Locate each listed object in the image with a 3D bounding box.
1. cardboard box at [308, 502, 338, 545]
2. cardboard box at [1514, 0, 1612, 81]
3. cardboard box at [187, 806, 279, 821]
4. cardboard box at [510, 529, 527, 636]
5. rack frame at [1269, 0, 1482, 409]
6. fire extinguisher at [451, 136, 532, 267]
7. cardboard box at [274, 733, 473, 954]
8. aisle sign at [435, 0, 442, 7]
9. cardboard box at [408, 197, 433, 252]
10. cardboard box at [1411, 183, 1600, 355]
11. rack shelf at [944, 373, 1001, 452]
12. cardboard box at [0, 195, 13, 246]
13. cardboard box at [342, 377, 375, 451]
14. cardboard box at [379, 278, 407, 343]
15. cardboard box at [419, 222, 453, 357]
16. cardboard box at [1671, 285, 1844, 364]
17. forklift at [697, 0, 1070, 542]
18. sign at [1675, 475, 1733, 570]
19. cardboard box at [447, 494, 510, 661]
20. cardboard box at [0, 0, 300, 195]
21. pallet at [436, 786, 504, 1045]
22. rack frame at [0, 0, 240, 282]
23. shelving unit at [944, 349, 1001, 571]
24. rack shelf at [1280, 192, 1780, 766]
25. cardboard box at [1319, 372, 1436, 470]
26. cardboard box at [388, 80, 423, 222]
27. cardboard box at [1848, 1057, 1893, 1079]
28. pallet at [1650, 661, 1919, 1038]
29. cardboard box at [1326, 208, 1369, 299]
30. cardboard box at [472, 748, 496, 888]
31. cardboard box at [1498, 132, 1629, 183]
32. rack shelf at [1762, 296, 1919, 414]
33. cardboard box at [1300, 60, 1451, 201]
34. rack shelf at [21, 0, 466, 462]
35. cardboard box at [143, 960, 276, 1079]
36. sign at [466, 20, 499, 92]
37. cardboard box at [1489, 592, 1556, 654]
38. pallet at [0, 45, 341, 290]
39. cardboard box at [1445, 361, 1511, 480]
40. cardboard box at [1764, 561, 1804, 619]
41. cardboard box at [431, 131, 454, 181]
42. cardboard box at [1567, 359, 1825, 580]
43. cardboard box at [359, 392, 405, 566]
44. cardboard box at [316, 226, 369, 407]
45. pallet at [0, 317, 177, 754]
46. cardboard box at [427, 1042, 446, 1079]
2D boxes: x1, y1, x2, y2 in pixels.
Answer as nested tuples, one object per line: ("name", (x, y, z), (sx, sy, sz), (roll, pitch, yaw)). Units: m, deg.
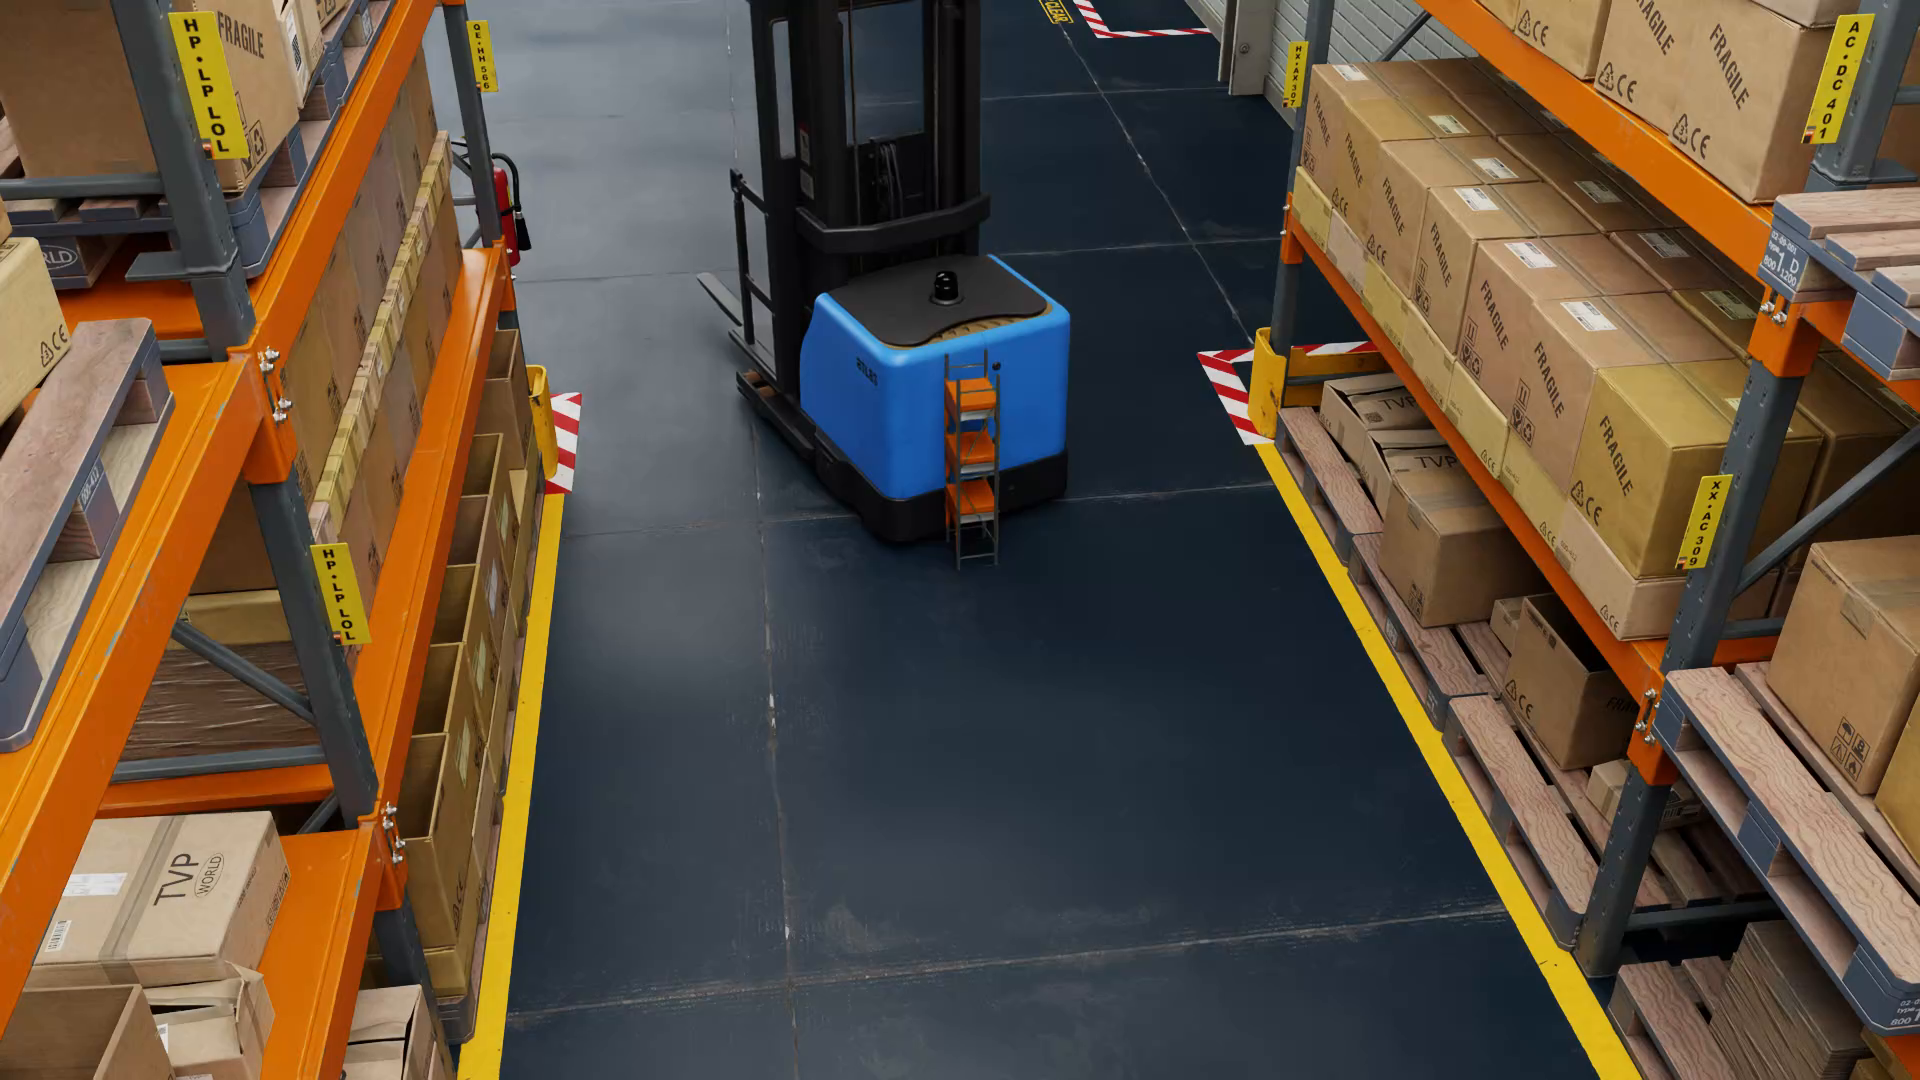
("cardboard box", (-2.059, 0.025, 4.885), (0.380, 0.149, 0.250), (-4, 34, -6))
("cardboard box", (2.247, -1.880, 5.575), (0.500, 0.500, 0.500), (-6, 35, -8))
("cardboard box", (-2.516, 0.770, 5.860), (0.500, 0.500, 0.500), (-4, 35, -6))
("cardboard box", (-2.206, 0.204, 7.356), (0.500, 0.250, 0.500), (-4, 35, -6))
("rack frame", (2.189, -1.970, 8.478), (1.000, 3.000, 0.127), (-4, 35, -6))
("fire extinguisher", (-2.275, -1.662, 8.094), (0.296, 0.674, 0.183), (-4, 35, -6))
("cardboard box", (-1.933, 1.009, 5.508), (0.500, 0.500, 0.500), (-4, 35, -6))
("aisle sign", (-2.437, -2.726, 7.278), (0.394, 0.787, 0.004), (-4, 35, -6))
("cardboard box", (-2.376, -1.274, 6.792), (0.380, 0.149, 0.250), (-4, 34, -6))
("cardboard box", (2.157, -1.085, 6.628), (0.500, 0.500, 0.500), (-3, 34, -5))
("rack shelf", (0.056, -0.591, 7.700), (0.215, 0.259, 0.240), (-7, 35, -11))
("cardboard box", (-2.137, -0.675, 3.007), (0.500, 0.500, 0.500), (-4, 34, -6))
("cardboard box", (-2.164, -0.405, 5.516), (0.380, 0.149, 0.250), (-5, 35, -8))
("cardboard box", (-2.268, -0.838, 6.152), (0.380, 0.149, 0.250), (-5, 35, -7))
("cardboard box", (-2.593, -1.080, 7.083), (0.700, 0.500, 0.500), (-4, 34, -5))
("cardboard box", (2.805, -0.561, 5.860), (0.500, 0.500, 0.500), (-5, 35, -7))
("forklift", (-0.603, -2.011, 8.599), (1.130, 2.935, 3.031), (-17, 38, -23))
("sign", (2.191, -0.050, 4.892), (0.100, 0.325, 0.005), (-4, 35, -6))
("cardboard box", (-2.137, 0.173, 6.736), (0.500, 0.500, 0.500), (-4, 35, -6))
("cardboard box", (-1.987, -1.174, 4.060), (0.500, 0.500, 0.500), (-2, 34, -2))
("pallet", (-2.246, 1.344, 6.090), (1.003, 0.211, 1.213), (-4, 35, -6))
("rack frame", (-2.181, -1.840, 2.959), (1.000, 3.000, 0.127), (-4, 35, -6))
("shelving unit", (0.056, -0.365, 7.854), (0.215, 1.050, 0.252), (-7, 35, -11))
("rack shelf", (2.458, -0.557, 7.042), (1.077, 0.370, 4.000), (-4, 35, -6))
("cardboard box", (2.193, -0.648, 8.534), (0.500, 0.311, 0.500), (-8, 35, -12))
("cardboard box", (-2.586, -1.586, 6.673), (0.700, 0.500, 0.500), (-5, 35, -8))
("cardboard box", (2.962, 1.807, 4.764), (0.700, 0.500, 0.500), (-5, 35, -7))
("pallet", (2.686, 0.779, 4.614), (1.003, 0.211, 1.213), (-4, 35, -6))
("cardboard box", (2.024, -1.331, 7.656), (0.500, 0.250, 0.500), (-5, 35, -8))
("cardboard box", (-2.005, 1.041, 6.128), (0.500, 0.250, 0.500), (-4, 35, -6))
("cardboard box", (2.595, -1.410, 7.104), (0.500, 0.500, 0.500), (-5, 35, -8))
("rack shelf", (2.996, 0.436, 2.922), (1.077, 0.370, 4.000), (-4, 35, -6))
("cardboard box", (1.956, -1.937, 7.879), (0.500, 0.500, 0.500), (-4, 35, -6))
("rack shelf", (-2.450, -1.419, 5.644), (1.077, 0.370, 4.000), (-4, 35, -6))
("cardboard box", (-1.881, 1.171, 3.987), (0.396, 0.266, 0.258), (-5, 35, -8))
("sign", (-2.179, -2.203, 7.580), (0.100, 0.325, 0.005), (-4, 35, -6))
("cardboard box", (2.532, 0.364, 7.193), (0.380, 0.149, 0.250), (-7, 35, -10))
("pallet", (-2.321, -1.038, 4.524), (1.003, 0.211, 1.213), (-4, 35, -6))
("cardboard box", (2.221, -0.484, 6.412), (0.500, 0.250, 0.500), (-5, 35, -7))
("cardboard box", (2.876, 0.037, 5.647), (0.500, 0.250, 0.500), (-4, 34, -6))
("cardboard box", (-2.479, -1.704, 7.421), (0.380, 0.149, 0.250), (-5, 35, -7))
("cardboard box", (2.357, -0.235, 5.380), (0.500, 0.500, 0.500), (-4, 35, -6))
("cardboard box", (-2.388, -0.223, 5.825), (0.700, 0.500, 0.500), (-4, 34, -6))
("cardboard box", (-2.383, -0.747, 5.441), (0.700, 0.500, 0.500), (-4, 35, -6))
("pallet", (-2.050, -0.030, 3.137), (0.805, 0.209, 1.217), (-6, 35, -8))
("cardboard box", (-1.838, 1.811, 4.997), (0.500, 0.250, 0.500), (-5, 35, -7))
